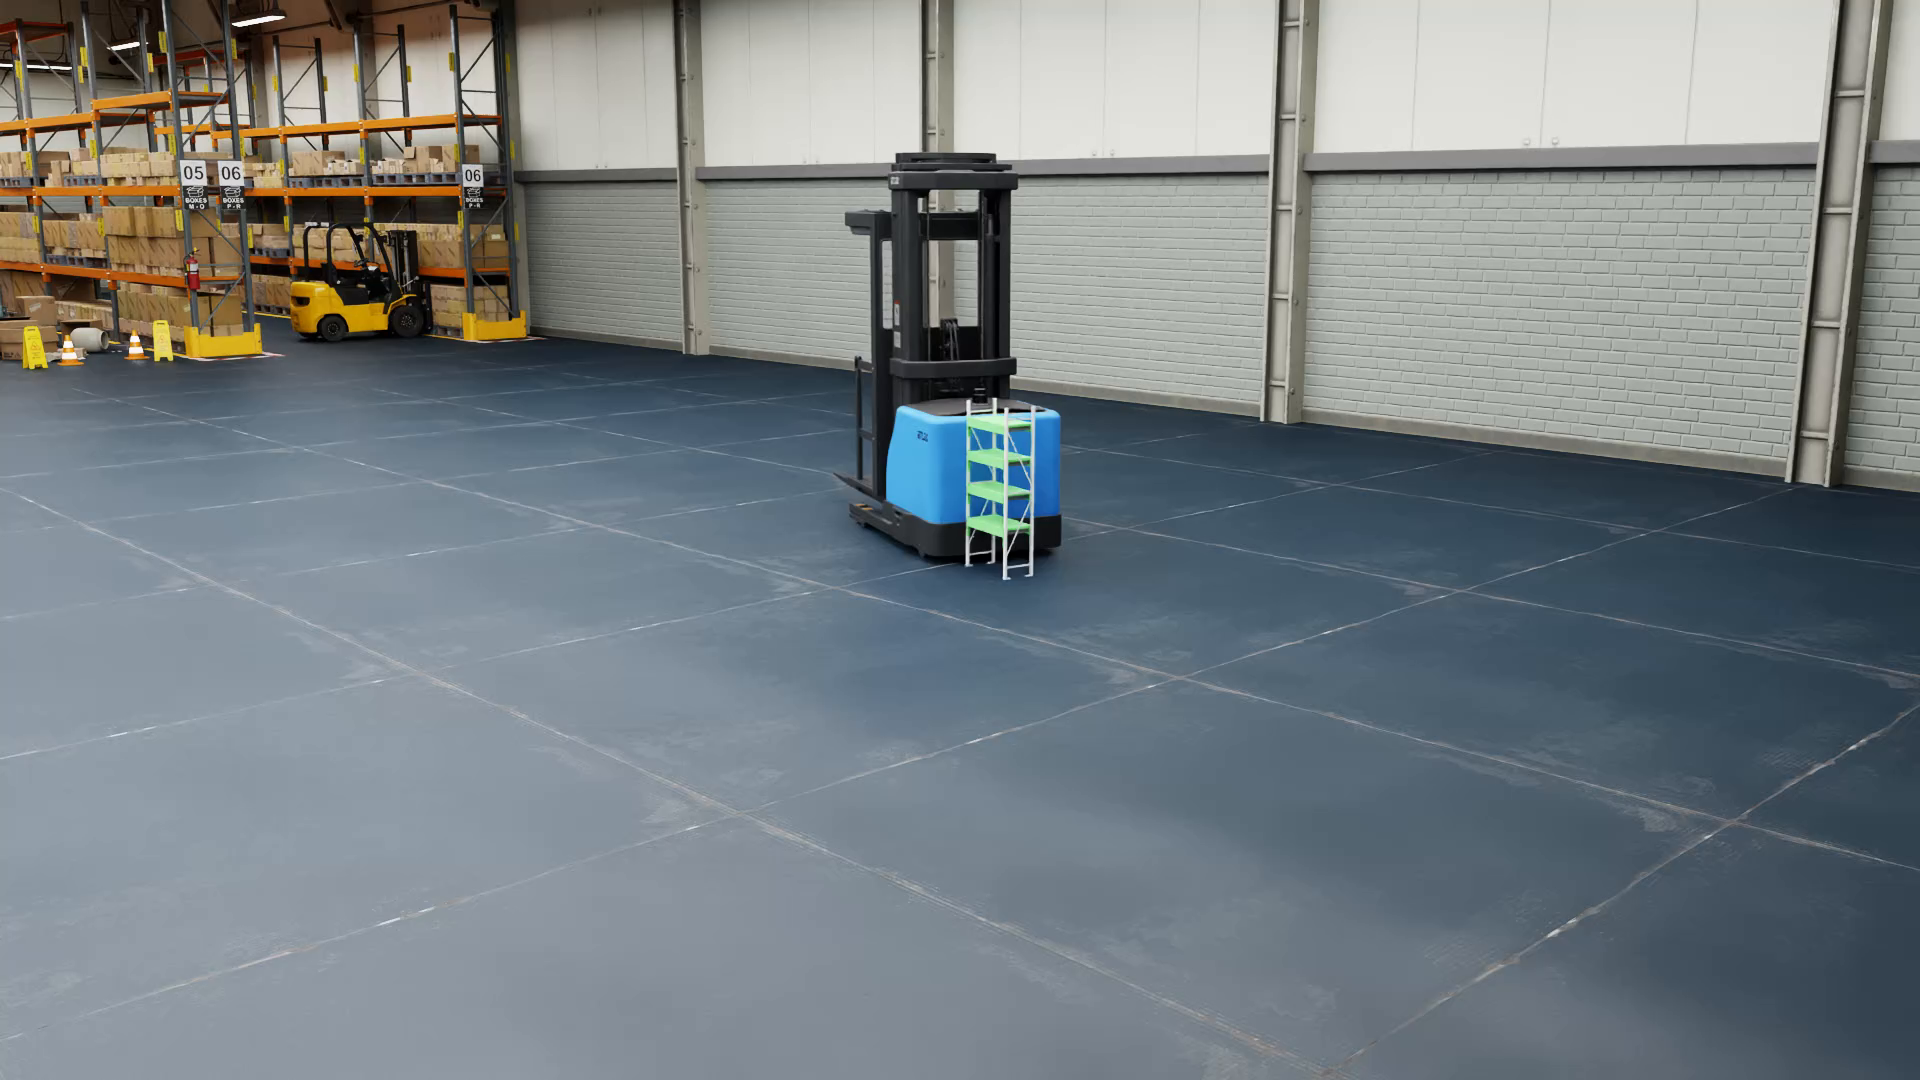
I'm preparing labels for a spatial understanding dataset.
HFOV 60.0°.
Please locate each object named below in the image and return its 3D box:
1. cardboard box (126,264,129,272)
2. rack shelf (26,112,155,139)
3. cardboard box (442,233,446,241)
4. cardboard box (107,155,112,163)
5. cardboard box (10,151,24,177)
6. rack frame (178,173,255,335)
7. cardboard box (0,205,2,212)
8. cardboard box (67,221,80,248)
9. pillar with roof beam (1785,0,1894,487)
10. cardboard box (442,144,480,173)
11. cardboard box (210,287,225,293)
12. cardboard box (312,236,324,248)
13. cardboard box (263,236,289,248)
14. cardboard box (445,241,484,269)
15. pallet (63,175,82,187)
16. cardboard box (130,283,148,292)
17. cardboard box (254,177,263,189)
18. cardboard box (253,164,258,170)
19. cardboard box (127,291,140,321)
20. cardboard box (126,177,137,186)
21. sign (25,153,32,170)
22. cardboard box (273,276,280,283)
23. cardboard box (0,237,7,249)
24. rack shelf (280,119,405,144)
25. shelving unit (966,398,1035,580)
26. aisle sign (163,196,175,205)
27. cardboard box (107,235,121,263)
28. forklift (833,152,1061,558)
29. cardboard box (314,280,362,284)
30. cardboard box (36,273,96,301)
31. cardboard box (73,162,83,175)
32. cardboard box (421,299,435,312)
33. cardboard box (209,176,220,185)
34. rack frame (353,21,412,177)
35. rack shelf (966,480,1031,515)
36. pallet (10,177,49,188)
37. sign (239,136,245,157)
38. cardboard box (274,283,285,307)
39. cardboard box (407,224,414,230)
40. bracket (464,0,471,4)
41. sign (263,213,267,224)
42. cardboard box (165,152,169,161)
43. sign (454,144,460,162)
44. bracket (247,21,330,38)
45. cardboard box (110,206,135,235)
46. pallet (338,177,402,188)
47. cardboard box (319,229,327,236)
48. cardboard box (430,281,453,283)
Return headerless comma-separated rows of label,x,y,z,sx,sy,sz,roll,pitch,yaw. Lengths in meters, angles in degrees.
cardboard box,-14.733,-4.895,29.858,0.380,0.149,0.250,-11,16,-43
rack shelf,-16.517,-7.854,31.508,1.077,0.370,4.000,-11,16,-43
cardboard box,-9.561,-5.739,31.477,0.380,0.149,0.250,-11,16,-42
cardboard box,-14.954,-6.784,29.618,0.380,0.149,0.250,-10,15,-41
cardboard box,-18.719,-7.598,33.635,0.500,0.500,0.700,11,16,42
rack frame,-12.374,-4.589,27.751,1.000,3.000,0.127,-11,16,-43
cardboard box,-21.087,-7.345,36.797,0.380,0.149,0.250,-11,16,-43
cardboard box,-16.679,-5.833,31.764,0.500,0.500,0.500,11,16,43
pillar with roof beam,4.845,-4.344,11.695,9.100,9.000,0.400,-11,16,-43
cardboard box,-9.268,-7.084,30.894,0.500,0.500,0.500,-10,15,-41
cardboard box,-17.917,-5.991,40.293,0.396,0.266,0.258,-10,15,-41
cardboard box,-13.488,-6.369,35.524,0.500,0.250,0.500,11,16,44
cardboard box,-15.273,-6.690,37.279,0.500,0.250,0.500,11,16,42
cardboard box,-9.316,-5.365,31.271,0.500,0.500,0.500,-11,16,-44
pallet,-16.204,-6.806,31.542,1.213,0.211,1.003,-11,16,-43
cardboard box,-14.525,-4.491,29.585,0.380,0.149,0.250,-10,15,-40
cardboard box,-15.534,-8.032,37.399,0.500,0.250,0.500,-11,16,-43
cardboard box,-15.658,-8.383,37.382,0.380,0.149,0.250,-11,16,-42
cardboard box,-14.545,-4.199,29.772,0.500,0.500,0.500,-10,15,-40
cardboard box,-14.271,-6.239,28.947,0.380,0.149,0.250,-11,16,-44
sign,-18.305,-7.441,32.685,0.100,0.325,0.005,-11,16,-43
cardboard box,-15.345,-5.909,37.707,0.380,0.149,0.250,-10,15,-41
cardboard box,-19.851,-6.258,34.987,0.500,0.250,0.500,-11,16,-42
rack shelf,-12.930,-8.547,34.868,1.077,0.370,4.000,-11,16,-43
shelving unit,0.281,-0.367,11.702,0.258,1.200,0.503,-7,14,-31
aisle sign,-20.095,-8.858,42.032,0.394,0.787,0.004,-11,16,-43
cardboard box,-15.034,-5.264,30.044,0.500,0.500,0.500,-11,16,-43
forklift,-0.258,-1.562,13.229,1.130,2.935,3.031,-5,12,-21
cardboard box,-13.433,-5.304,36.066,0.875,0.625,0.625,-10,15,-41
cardboard box,-18.315,-5.034,34.135,0.875,0.875,0.875,-11,16,-43
cardboard box,-16.341,-6.988,31.294,0.500,0.250,0.500,-11,16,-42
cardboard box,-10.059,-4.559,32.143,0.500,0.250,0.500,-11,16,-44
cardboard box,-12.368,-6.028,27.928,0.380,0.149,0.250,-11,16,-42
rack frame,-11.548,-8.803,33.339,1.000,3.000,0.127,-11,16,-43
rack shelf,0.281,-0.304,11.715,0.258,0.148,0.480,-7,14,-31
pallet,-18.381,-7.219,33.554,1.213,0.211,1.003,-10,15,-40
sign,-11.981,-6.562,27.727,0.100,0.325,0.005,-11,16,-43
cardboard box,-15.096,-5.536,37.503,0.500,0.500,0.500,-11,16,-43
cardboard box,-10.596,-6.112,32.553,0.380,0.149,0.250,-11,16,-43
bracket,-9.158,-10.221,31.299,0.235,0.232,0.430,-11,16,-43
sign,-16.674,-7.677,39.872,0.100,0.325,0.005,-11,16,-43
cardboard box,-12.971,-6.377,27.641,0.380,0.149,0.250,-11,16,-42
sign,-9.188,-7.071,30.369,0.100,0.325,0.005,-11,16,-43
bracket,-15.081,-11.472,37.374,0.076,0.066,4.783,-11,16,-43
cardboard box,-14.652,-5.685,29.608,0.700,0.500,0.500,-11,16,-42
pallet,-12.167,-7.367,34.277,1.217,0.209,0.805,11,16,43
cardboard box,-13.405,-6.541,35.370,0.380,0.149,0.250,-10,16,-41
cardboard box,-10.368,-5.021,33.144,0.500,0.250,0.500,-11,16,-42
